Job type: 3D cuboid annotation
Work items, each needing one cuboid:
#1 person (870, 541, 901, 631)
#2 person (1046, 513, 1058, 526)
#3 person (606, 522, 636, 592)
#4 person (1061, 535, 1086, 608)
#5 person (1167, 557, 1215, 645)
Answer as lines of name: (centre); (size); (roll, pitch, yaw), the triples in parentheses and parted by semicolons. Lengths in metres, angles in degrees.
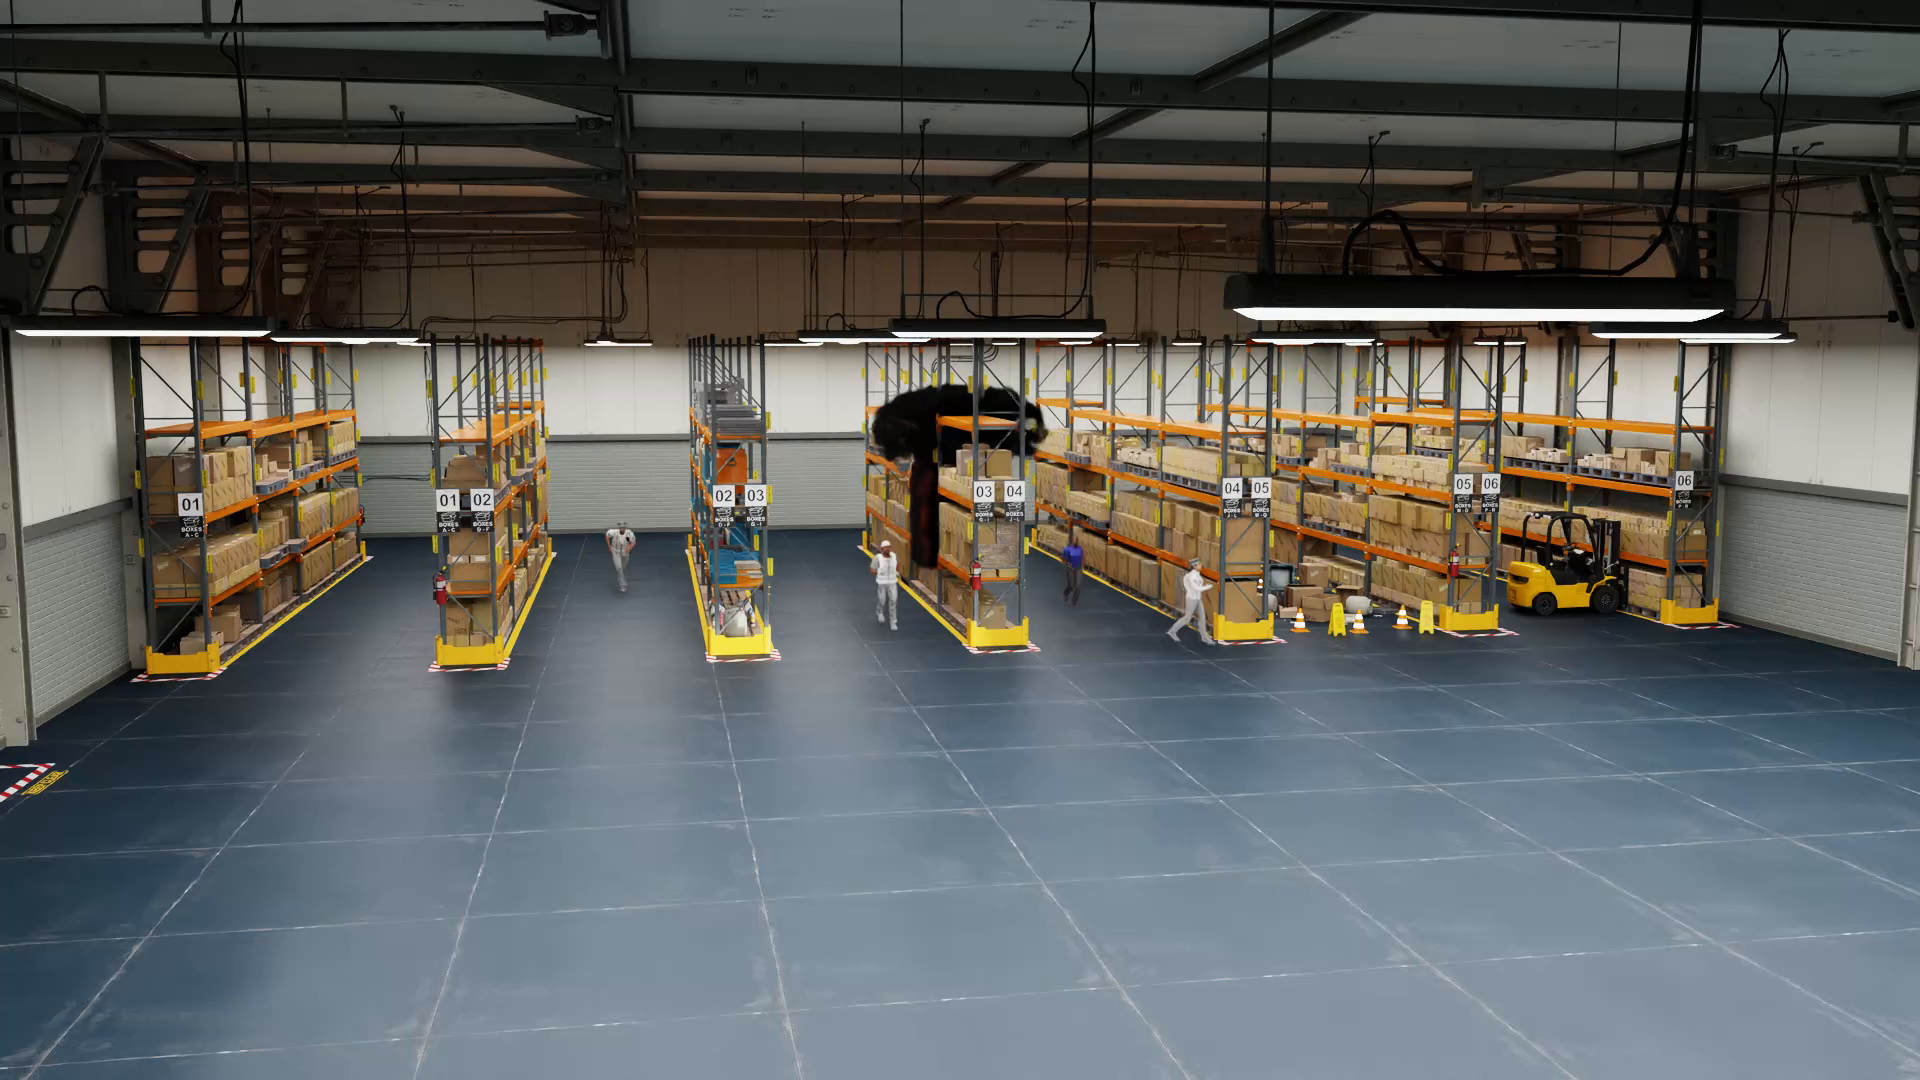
person: (-1.520, 0.905, 34.206); (0.678, 1.800, 0.979); (-2, 7, -16)
person: (2.849, -0.776, 49.808); (0.816, 1.622, 0.537); (-1, 7, -11)
person: (-8.096, 0.378, 39.715); (0.704, 1.720, 0.990); (-2, 7, -14)
person: (2.536, 0.684, 37.040); (0.563, 1.609, 0.588); (-2, 7, -19)
person: (4.495, 1.174, 32.224); (0.921, 1.703, 0.601); (2, 7, 16)
